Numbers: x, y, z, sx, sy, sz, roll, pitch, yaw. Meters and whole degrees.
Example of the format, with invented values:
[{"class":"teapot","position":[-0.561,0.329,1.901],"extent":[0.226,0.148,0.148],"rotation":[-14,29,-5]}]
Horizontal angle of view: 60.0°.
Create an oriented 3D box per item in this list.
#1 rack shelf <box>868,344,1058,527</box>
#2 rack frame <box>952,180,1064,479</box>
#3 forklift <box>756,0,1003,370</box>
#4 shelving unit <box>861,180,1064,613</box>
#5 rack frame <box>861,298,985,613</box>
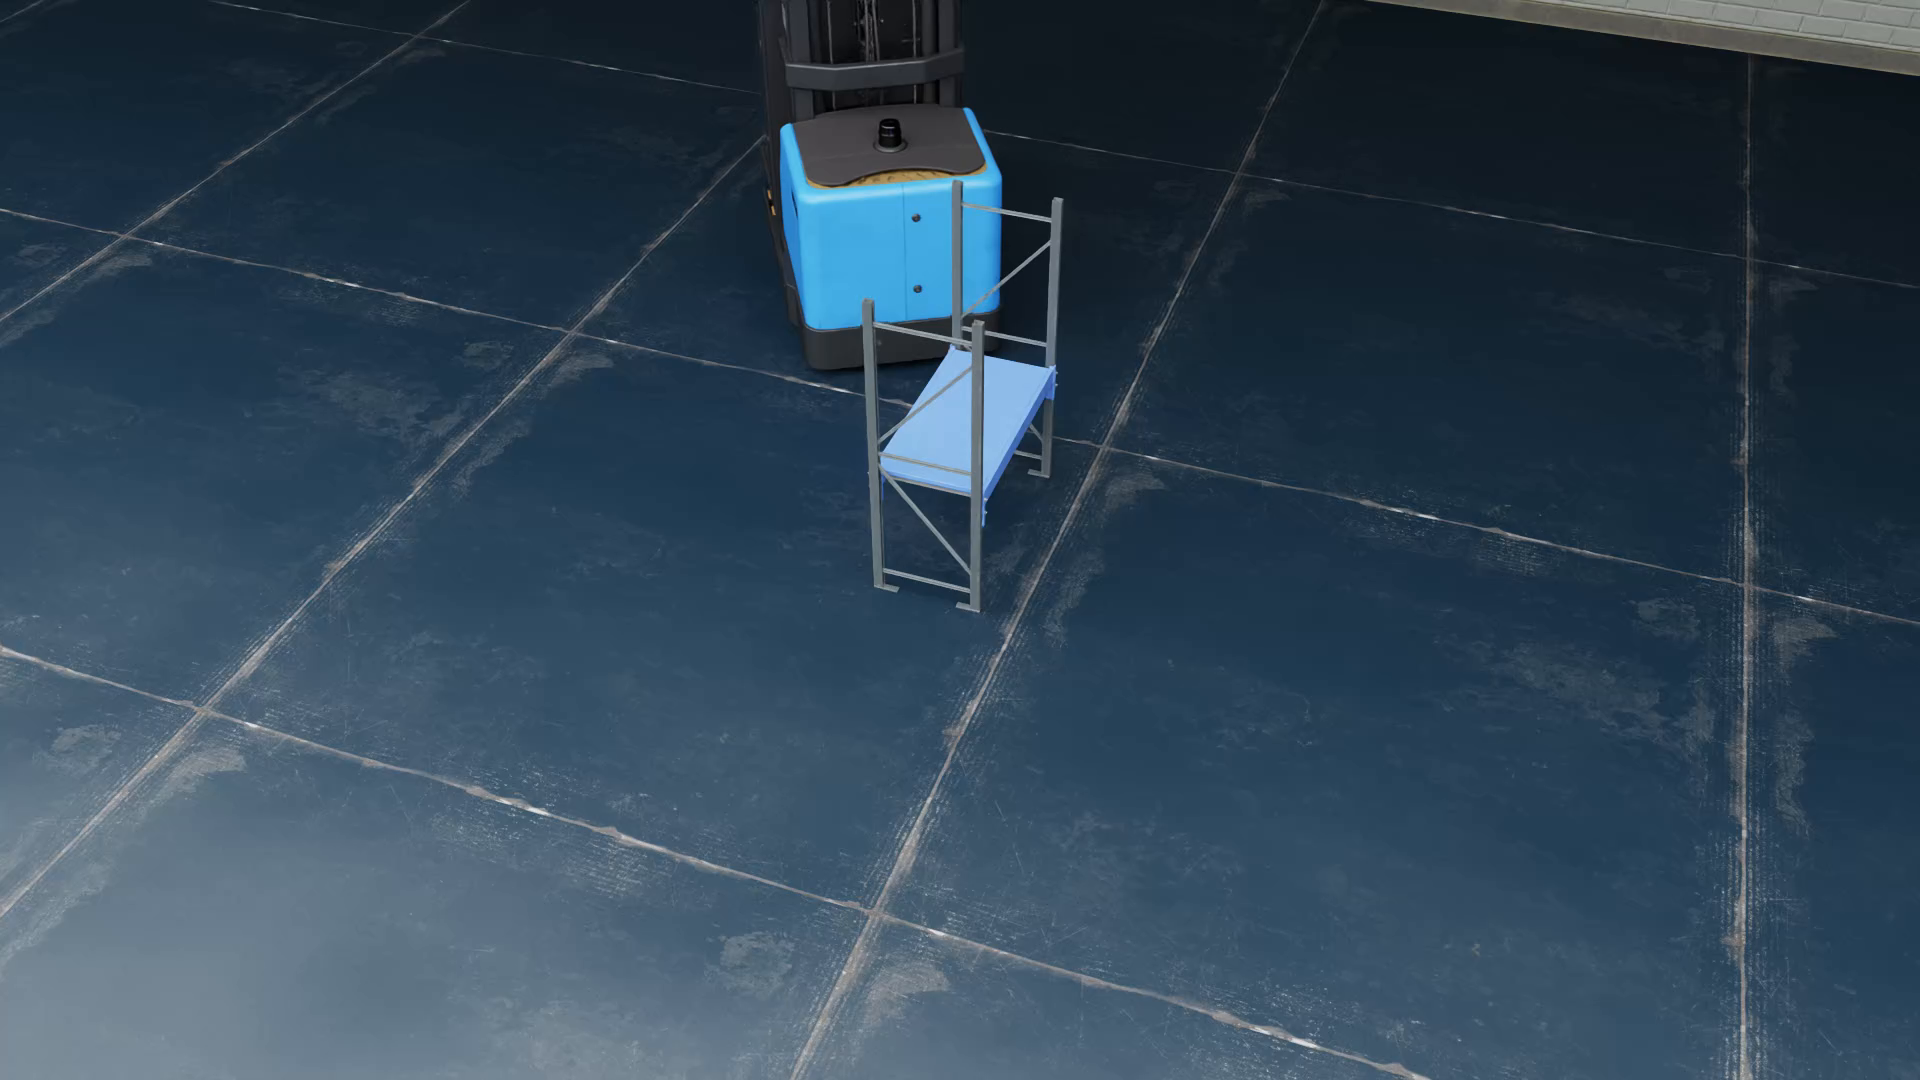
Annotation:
[{"class":"rack shelf","position":[0.029,-0.486,7.395],"extent":[0.538,0.185,1.000],"rotation":[13,42,15]},{"class":"rack frame","position":[0.203,-0.933,7.641],"extent":[0.500,1.500,0.032],"rotation":[13,42,15]},{"class":"forklift","position":[-0.566,-2.959,8.914],"extent":[1.130,2.935,3.031],"rotation":[-7,41,-9]},{"class":"shelving unit","position":[0.029,-0.623,7.278],"extent":[0.538,1.500,1.048],"rotation":[13,42,15]},{"class":"rack frame","position":[-0.145,-0.313,6.914],"extent":[0.500,1.500,0.032],"rotation":[13,42,15]}]
